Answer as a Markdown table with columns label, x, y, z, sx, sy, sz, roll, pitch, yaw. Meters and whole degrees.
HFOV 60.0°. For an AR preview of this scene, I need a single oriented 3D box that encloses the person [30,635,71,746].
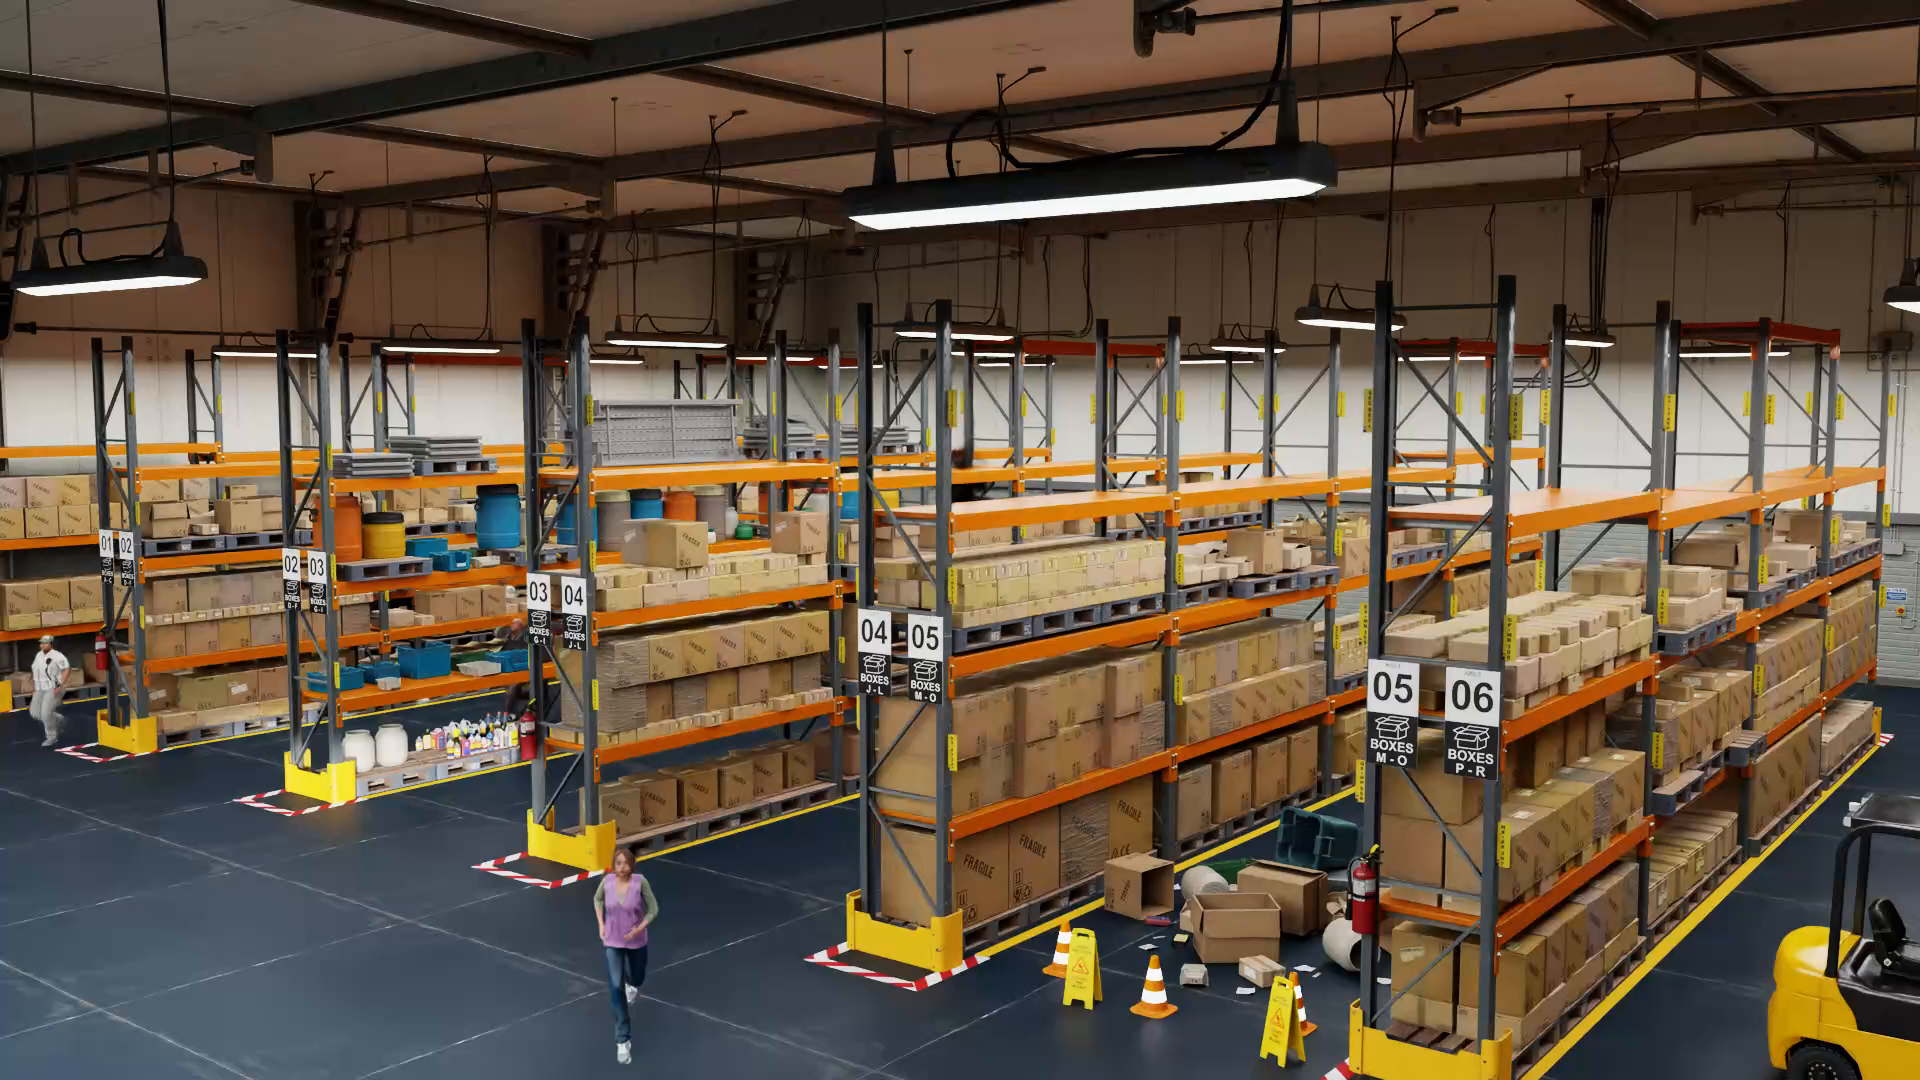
| label | x | y | z | sx | sy | sz | roll | pitch | yaw |
| --- | --- | --- | --- | --- | --- | --- | --- | --- | --- |
| person | -13.515 | 2.219 | 24.713 | 0.639 | 1.638 | 0.531 | 2 | 5 | 21 |

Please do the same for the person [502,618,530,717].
| label | x | y | z | sx | sy | sz | roll | pitch | yaw |
| --- | --- | --- | --- | --- | --- | --- | --- | --- | --- |
| person | -6.900 | 2.070 | 26.024 | 0.632 | 1.719 | 1.095 | 4 | 6 | 36 |

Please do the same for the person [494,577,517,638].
| label | x | y | z | sx | sy | sz | roll | pitch | yaw |
| --- | --- | --- | --- | --- | --- | --- | --- | --- | --- |
| person | -8.775 | 1.475 | 32.280 | 0.660 | 1.774 | 1.010 | 4 | 6 | 39 |

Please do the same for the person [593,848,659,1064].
| label | x | y | z | sx | sy | sz | roll | pitch | yaw |
| --- | --- | --- | --- | --- | --- | --- | --- | --- | --- |
| person | -2.667 | 3.233 | 13.306 | 0.508 | 1.601 | 1.019 | -1 | 5 | -13 |
